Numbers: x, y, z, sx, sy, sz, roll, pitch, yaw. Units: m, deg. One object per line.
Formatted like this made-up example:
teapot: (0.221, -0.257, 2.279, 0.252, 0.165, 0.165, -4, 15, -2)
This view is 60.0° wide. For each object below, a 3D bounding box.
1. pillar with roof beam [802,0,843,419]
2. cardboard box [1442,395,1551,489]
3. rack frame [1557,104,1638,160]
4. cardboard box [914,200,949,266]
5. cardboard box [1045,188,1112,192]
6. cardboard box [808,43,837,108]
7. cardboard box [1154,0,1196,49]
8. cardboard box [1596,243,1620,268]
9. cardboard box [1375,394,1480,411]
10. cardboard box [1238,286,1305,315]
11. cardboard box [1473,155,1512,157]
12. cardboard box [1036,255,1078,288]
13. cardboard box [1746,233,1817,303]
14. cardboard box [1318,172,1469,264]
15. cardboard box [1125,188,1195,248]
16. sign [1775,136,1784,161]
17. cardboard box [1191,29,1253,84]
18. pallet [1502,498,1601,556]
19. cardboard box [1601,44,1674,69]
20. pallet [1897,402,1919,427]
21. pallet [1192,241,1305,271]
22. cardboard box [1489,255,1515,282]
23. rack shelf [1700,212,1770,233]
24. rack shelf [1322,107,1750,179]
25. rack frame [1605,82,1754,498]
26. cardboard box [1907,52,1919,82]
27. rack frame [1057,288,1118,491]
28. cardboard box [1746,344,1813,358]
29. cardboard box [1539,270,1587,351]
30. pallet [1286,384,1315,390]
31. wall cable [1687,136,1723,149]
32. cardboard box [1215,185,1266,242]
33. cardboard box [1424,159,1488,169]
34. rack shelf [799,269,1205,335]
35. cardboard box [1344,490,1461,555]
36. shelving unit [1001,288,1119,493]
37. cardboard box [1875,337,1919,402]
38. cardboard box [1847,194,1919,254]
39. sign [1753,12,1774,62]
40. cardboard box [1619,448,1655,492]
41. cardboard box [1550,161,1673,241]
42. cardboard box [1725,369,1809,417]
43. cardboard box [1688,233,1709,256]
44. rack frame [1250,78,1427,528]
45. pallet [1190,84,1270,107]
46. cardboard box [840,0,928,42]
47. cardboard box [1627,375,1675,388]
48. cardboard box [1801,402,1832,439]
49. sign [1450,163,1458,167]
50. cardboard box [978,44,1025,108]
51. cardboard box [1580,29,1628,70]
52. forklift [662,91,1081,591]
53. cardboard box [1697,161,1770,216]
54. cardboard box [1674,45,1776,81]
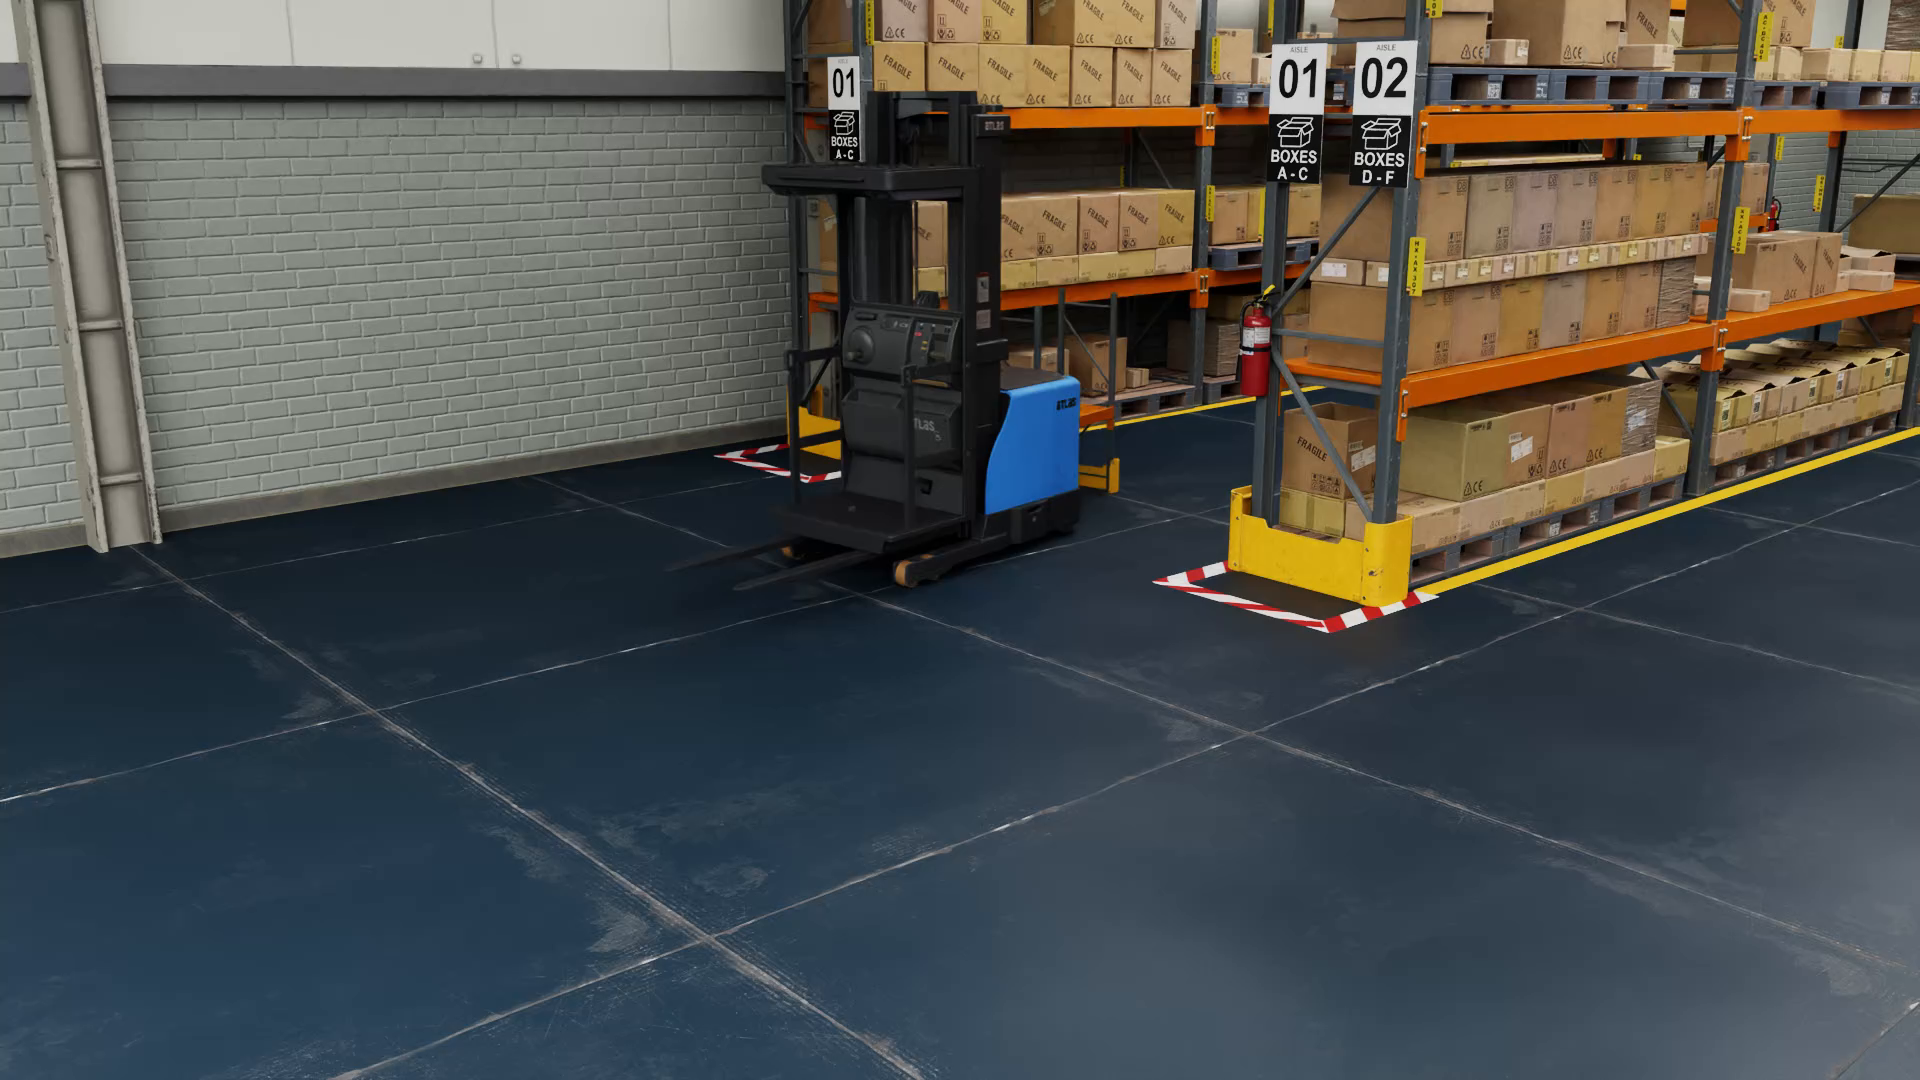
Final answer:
pillar with roof beam: (1.743, -4.505, 10.678, 0.400, 9.000, 9.100, -13, 19, -39)
cardboard box: (3.506, -0.651, 10.934, 0.500, 0.500, 0.500, -13, 19, -39)
rack frame: (8.009, -4.191, 21.126, 0.127, 3.000, 1.000, -13, 19, -39)
cardboard box: (-0.107, -2.561, 13.825, 0.500, 0.500, 0.500, -13, 19, -39)
cardboard box: (1.090, -3.009, 15.501, 0.500, 0.500, 0.500, -13, 20, -40)
cardboard box: (-0.895, -3.785, 13.562, 0.500, 0.500, 0.500, -11, 18, -35)
cardboard box: (1.774, -4.688, 15.005, 0.500, 0.500, 0.500, 14, 20, 42)
cardboard box: (4.205, -1.931, 11.215, 0.250, 0.149, 0.380, -12, 19, -38)
cardboard box: (3.165, -0.752, 11.313, 0.500, 0.500, 0.500, -13, 19, -39)
cardboard box: (3.238, -2.495, 17.315, 0.500, 0.250, 0.500, -13, 20, -41)
cardboard box: (6.330, -4.464, 19.887, 0.500, 0.250, 0.500, -13, 20, -41)
cardboard box: (0.687, -2.377, 14.588, 0.500, 0.250, 0.500, -12, 19, -39)
cardboard box: (6.594, -2.221, 13.558, 0.500, 0.500, 0.500, -13, 19, -39)
cardboard box: (2.612, -1.955, 10.048, 0.500, 0.500, 0.700, -13, 19, -39)
cardboard box: (1.821, -2.995, 15.447, 0.500, 0.500, 0.500, -13, 20, -39)
sign: (11.372, -5.434, 23.079, 0.005, 0.325, 0.100, -13, 19, -39)
cardboard box: (2.439, -4.613, 15.887, 0.500, 0.500, 0.500, -9, 18, -32)
pallet: (3.681, -0.190, 11.553, 1.213, 0.211, 1.003, -13, 19, -39)
cardboard box: (4.498, -3.212, 11.053, 0.250, 0.149, 0.380, -13, 19, -39)
pallet: (8.834, -1.321, 15.787, 1.213, 0.211, 1.003, -13, 19, -39)
pallet: (2.646, -2.844, 16.456, 1.213, 0.211, 1.003, -13, 19, -39)
cardboard box: (3.227, -1.710, 10.388, 0.250, 0.149, 0.380, -13, 20, -40)
rack shelf: (9.518, -4.182, 22.487, 4.000, 0.370, 1.077, -13, 19, -39)
rack shelf: (3.720, -2.634, 10.882, 4.000, 0.370, 1.077, -13, 19, -39)
rack frame: (5.229, -1.872, 12.444, 0.127, 3.000, 1.000, -13, 19, -39)
cardboard box: (7.941, -4.041, 14.230, 0.500, 0.250, 0.500, 14, 21, 43)
rack frame: (0.953, -1.132, 12.583, 0.500, 1.500, 0.032, 11, 18, 35)
cardboard box: (7.268, -1.572, 14.752, 0.500, 0.311, 0.500, -13, 20, -41)
cardboard box: (3.738, -1.582, 11.165, 0.500, 0.500, 0.700, -12, 19, -38)
pallet: (3.481, -1.828, 17.685, 1.213, 0.211, 1.003, -13, 19, -39)
wall cable: (11.372, -5.760, 25.033, 1.851, 1.984, 0.084, -13, 19, -39)
cardboard box: (2.807, -3.269, 16.630, 0.500, 0.500, 0.700, -10, 18, -34)
cardboard box: (5.525, -4.109, 18.557, 0.500, 0.250, 0.500, -12, 19, -38)
rack shelf: (0.465, -2.149, 14.877, 4.000, 0.370, 1.077, -13, 19, -39)
cardboard box: (2.762, -0.116, 10.386, 0.500, 0.250, 0.500, -13, 19, -39)
shelving unit: (0.659, -1.028, 12.193, 0.587, 1.500, 1.083, 11, 18, 35)
cardboard box: (8.777, -1.576, 15.327, 0.500, 0.500, 0.500, -12, 19, -37)
cardboard box: (8.647, -2.929, 15.396, 0.700, 0.500, 0.500, 8, 17, 28)
sign: (5.594, -3.501, 11.577, 0.005, 0.325, 0.100, -13, 19, -39)
cardboard box: (4.639, -0.542, 11.982, 0.500, 0.250, 0.500, -13, 19, -39)
cardboard box: (4.518, -2.384, 11.657, 0.500, 0.500, 0.700, -13, 20, -39)
cardboard box: (6.475, -1.210, 13.396, 0.500, 0.311, 0.500, -14, 20, -41)
cardboard box: (5.164, -2.146, 12.019, 0.250, 0.149, 0.380, -13, 20, -39)
rack frame: (2.211, -1.194, 9.908, 0.127, 3.000, 1.000, -13, 19, -39)
pallet: (2.510, -4.278, 16.003, 1.003, 0.211, 1.213, -13, 19, -39)
cardboard box: (-0.593, -4.166, 13.051, 0.500, 0.500, 0.500, 14, 21, 43)
cardboard box: (5.346, -1.141, 13.138, 0.500, 0.311, 0.500, -13, 19, -39)
cardboard box: (6.855, -1.027, 13.796, 0.500, 0.250, 0.500, -12, 19, -38)
sign: (5.355, -3.930, 18.060, 0.005, 0.325, 0.100, -13, 19, -39)
cardboard box: (0.191, -3.846, 13.790, 0.500, 0.500, 0.500, -12, 19, -37)
cardboard box: (4.268, -3.423, 11.527, 0.500, 0.311, 0.500, -14, 20, -42)
forklift: (-0.511, -1.272, 10.331, 1.130, 2.935, 3.031, 12, 19, 39)
cardboard box: (10.649, -4.925, 23.293, 0.700, 0.700, 0.980, -12, 19, -37)
cardboard box: (5.700, -3.554, 12.406, 0.500, 0.250, 0.500, -10, 18, -34)
